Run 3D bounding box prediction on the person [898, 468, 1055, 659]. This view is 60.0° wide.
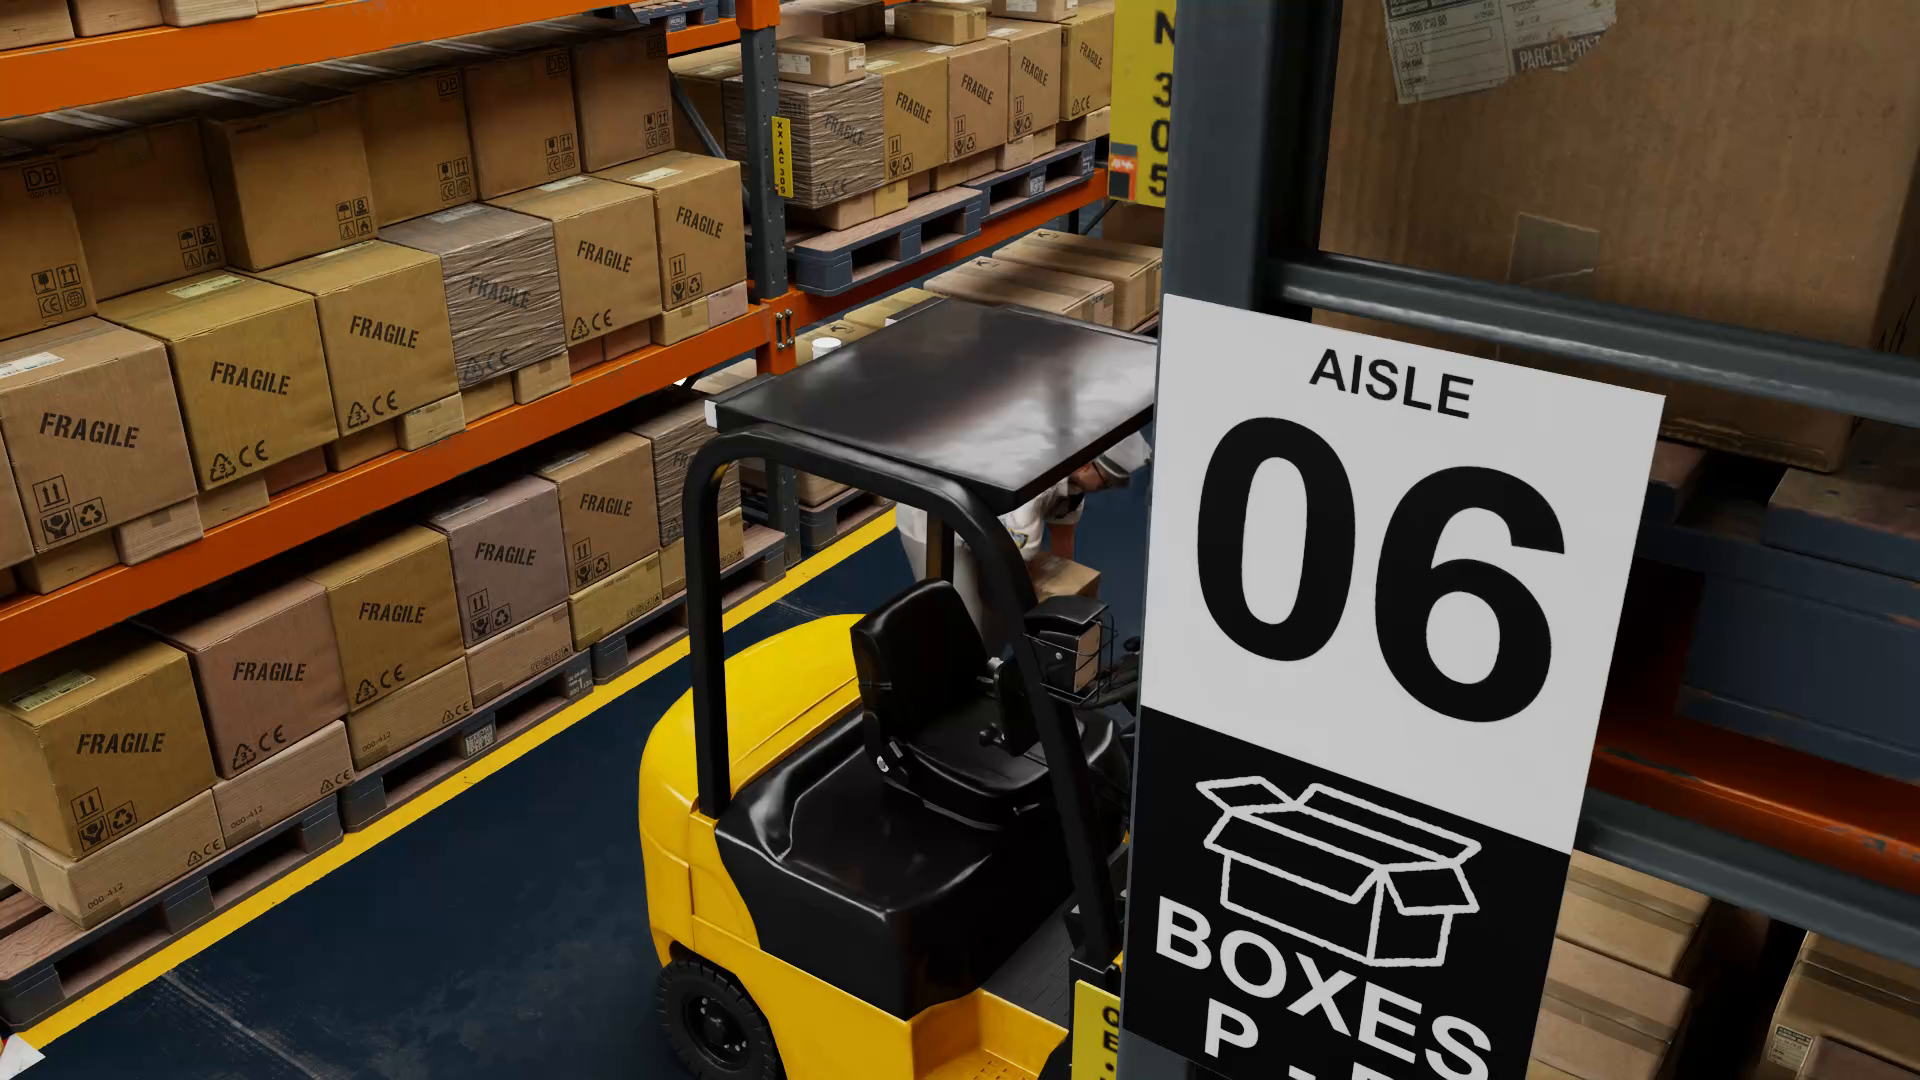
[{"bbox_3d":[0.133,0.017,6.213,0.718,1.636,0.485,17,31,30],"label":"person"}]
